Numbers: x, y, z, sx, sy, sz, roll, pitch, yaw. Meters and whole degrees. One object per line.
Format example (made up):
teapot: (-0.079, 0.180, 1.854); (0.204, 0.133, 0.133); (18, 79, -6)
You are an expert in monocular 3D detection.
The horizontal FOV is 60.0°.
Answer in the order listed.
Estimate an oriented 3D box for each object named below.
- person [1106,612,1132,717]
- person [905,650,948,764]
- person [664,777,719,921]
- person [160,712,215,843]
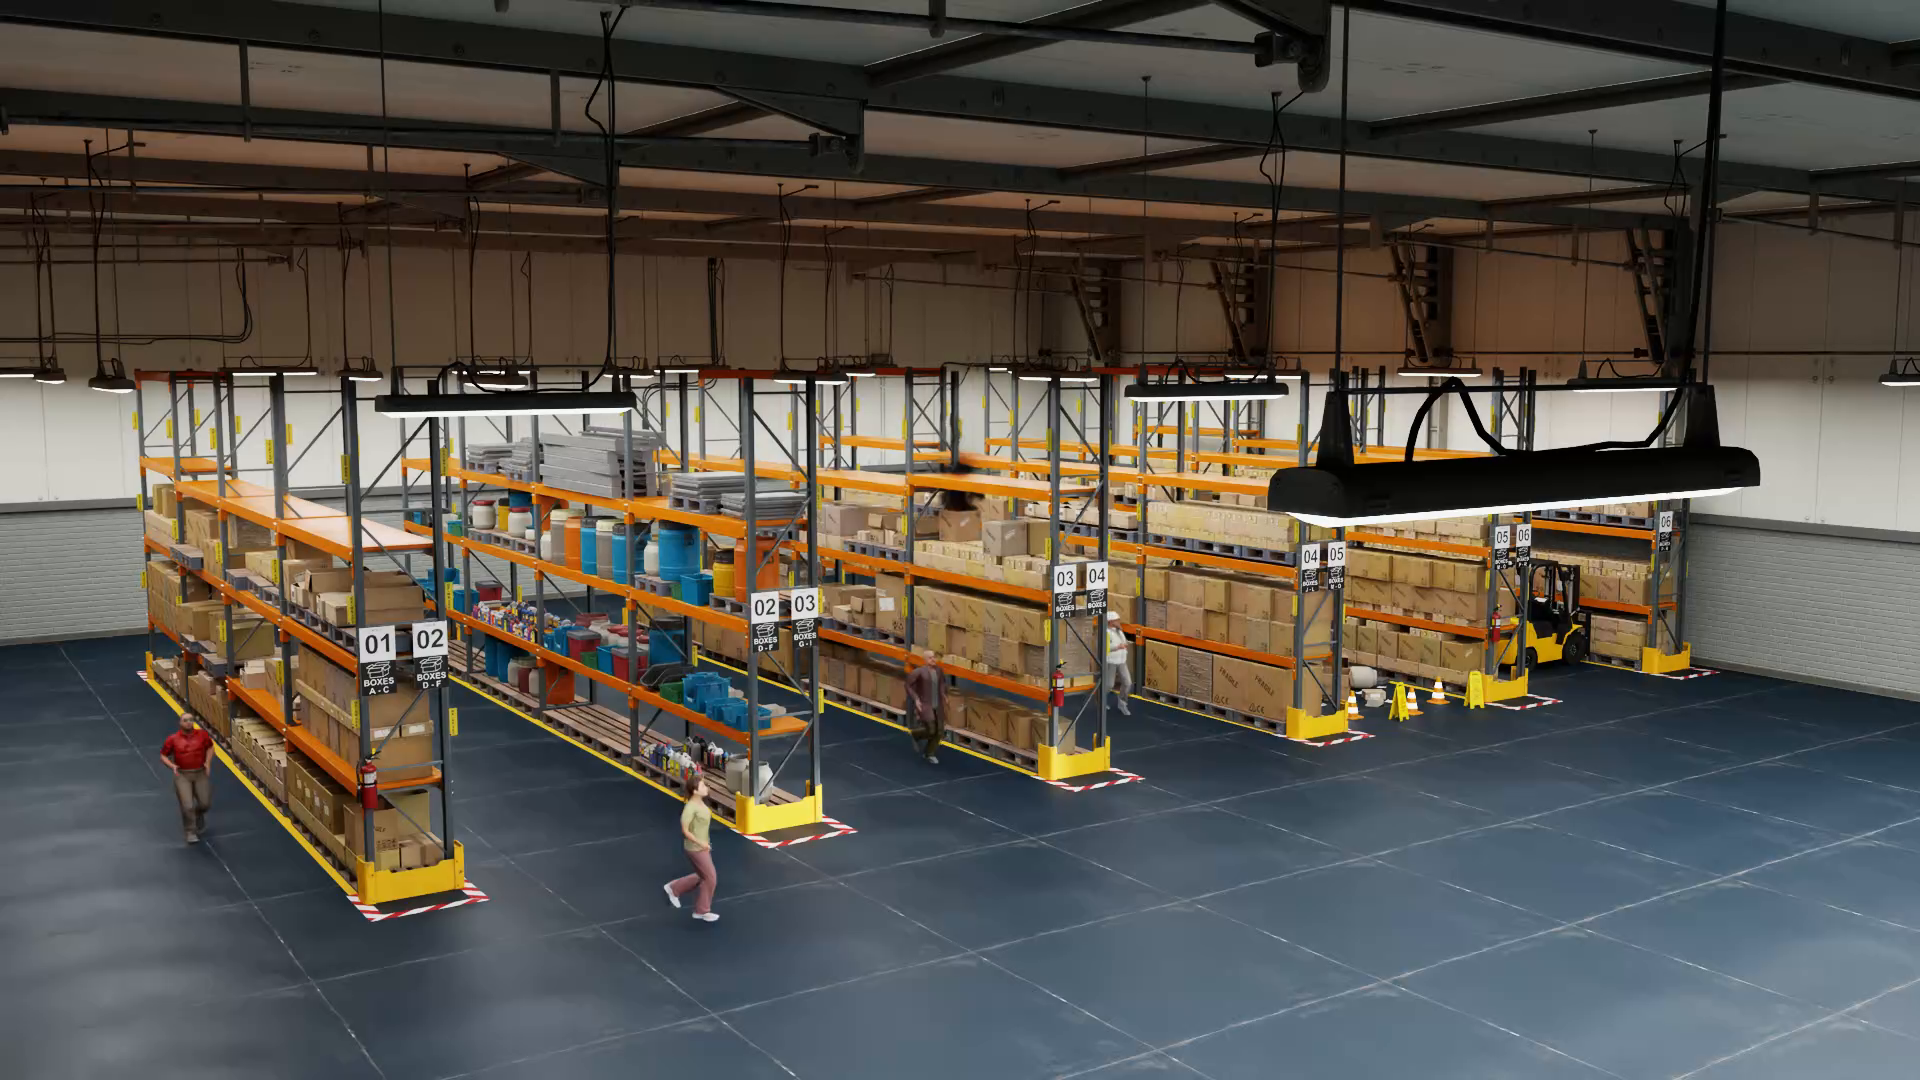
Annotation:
person: (2.695, 2.156, 28.960); (0.639, 1.825, 0.734); (-6, 9, -41)
person: (-0.484, 2.564, 25.650); (0.718, 1.746, 0.632); (-4, 8, -35)
person: (-3.014, 3.542, 18.572); (0.632, 1.428, 0.577); (0, 6, 0)
person: (-9.998, 3.067, 21.594); (0.660, 1.667, 0.626); (-4, 8, -35)
